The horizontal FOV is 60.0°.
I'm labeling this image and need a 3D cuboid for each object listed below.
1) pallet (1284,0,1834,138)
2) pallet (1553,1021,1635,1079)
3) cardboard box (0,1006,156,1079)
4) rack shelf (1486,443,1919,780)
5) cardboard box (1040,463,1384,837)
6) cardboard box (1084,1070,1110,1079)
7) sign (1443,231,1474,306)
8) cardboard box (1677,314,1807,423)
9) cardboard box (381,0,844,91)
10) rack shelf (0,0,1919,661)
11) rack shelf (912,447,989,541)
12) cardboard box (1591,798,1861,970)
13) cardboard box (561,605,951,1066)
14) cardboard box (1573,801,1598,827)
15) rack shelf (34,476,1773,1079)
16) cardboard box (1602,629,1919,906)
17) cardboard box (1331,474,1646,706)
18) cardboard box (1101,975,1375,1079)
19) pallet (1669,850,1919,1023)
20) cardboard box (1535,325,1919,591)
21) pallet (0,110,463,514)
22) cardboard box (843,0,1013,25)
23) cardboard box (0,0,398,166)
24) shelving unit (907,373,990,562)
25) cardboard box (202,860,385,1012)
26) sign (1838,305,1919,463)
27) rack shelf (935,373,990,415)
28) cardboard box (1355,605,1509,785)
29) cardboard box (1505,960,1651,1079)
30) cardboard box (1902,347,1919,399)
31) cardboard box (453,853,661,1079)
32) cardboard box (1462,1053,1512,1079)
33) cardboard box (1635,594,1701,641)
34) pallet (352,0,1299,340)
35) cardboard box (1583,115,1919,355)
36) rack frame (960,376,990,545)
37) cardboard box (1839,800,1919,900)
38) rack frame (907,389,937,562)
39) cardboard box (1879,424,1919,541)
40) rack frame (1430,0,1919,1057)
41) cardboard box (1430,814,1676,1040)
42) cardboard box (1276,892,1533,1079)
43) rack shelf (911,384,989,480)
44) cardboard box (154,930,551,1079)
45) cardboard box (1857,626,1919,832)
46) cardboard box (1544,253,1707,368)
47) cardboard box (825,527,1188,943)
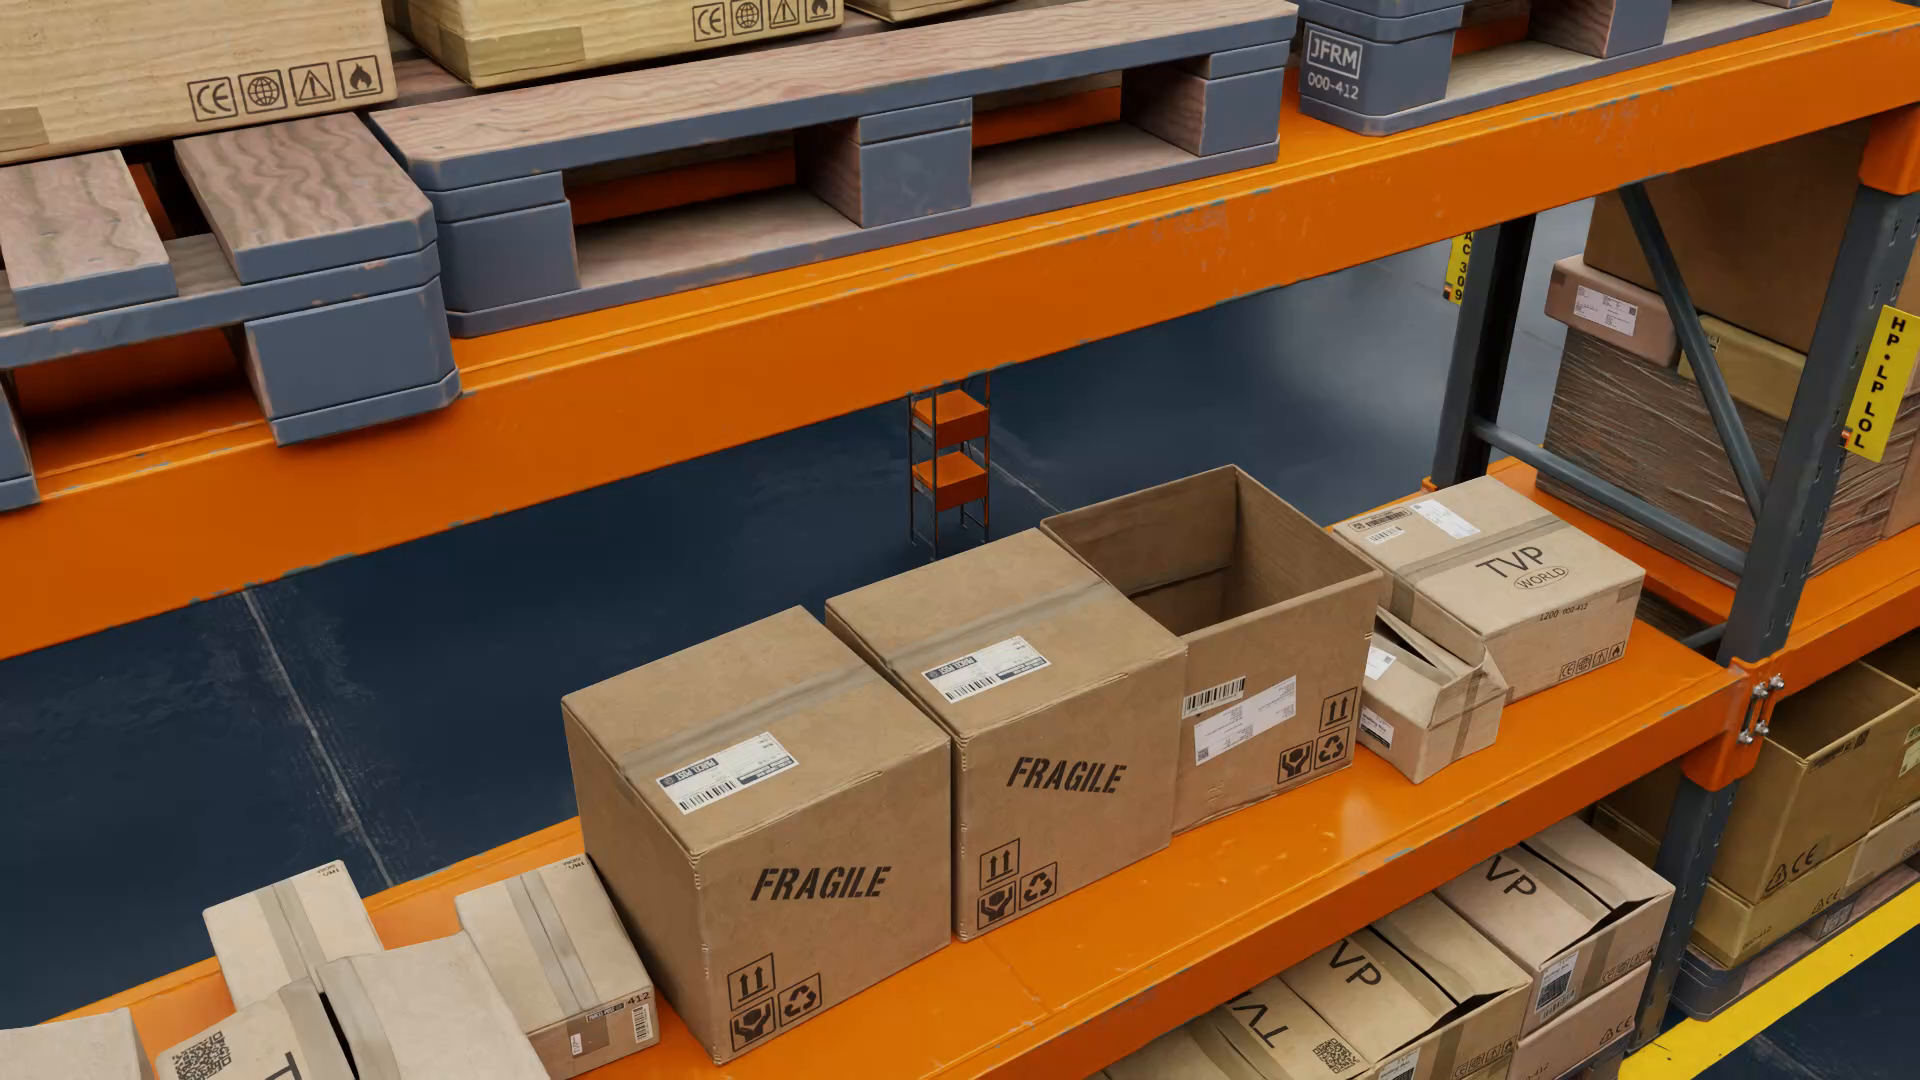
[{"bbox_3d":[0.865,-1.032,2.943,1.217,0.209,0.805,-21,38,-29],"label":"pallet"},{"bbox_3d":[1.001,1.304,4.484,1.213,0.211,1.003,-19,37,-27],"label":"pallet"},{"bbox_3d":[-1.433,1.003,2.432,0.500,0.311,0.500,-17,36,-24],"label":"cardboard box"},{"bbox_3d":[3.280,-0.379,5.214,4.000,0.370,1.077,-19,37,-27],"label":"rack shelf"},{"bbox_3d":[0.502,0.219,3.497,0.500,0.500,0.500,-16,36,-24],"label":"cardboard box"},{"bbox_3d":[0.135,1.328,3.491,0.500,0.311,0.500,-19,37,-28],"label":"cardboard box"},{"bbox_3d":[1.297,-0.753,4.247,0.005,0.325,0.100,-19,37,-27],"label":"sign"},{"bbox_3d":[1.930,-0.413,3.891,0.250,0.149,0.380,-19,37,-27],"label":"cardboard box"},{"bbox_3d":[-0.494,-0.808,2.155,0.500,0.250,0.500,-20,37,-28],"label":"cardboard box"},{"bbox_3d":[-0.082,-0.492,2.581,4.000,0.370,1.077,-19,37,-27],"label":"rack shelf"},{"bbox_3d":[-0.045,-0.185,6.599,0.240,0.259,0.215,-19,37,-27],"label":"rack shelf"},{"bbox_3d":[2.153,0.882,4.724,0.500,0.250,0.500,-19,37,-27],"label":"cardboard box"},{"bbox_3d":[-0.361,0.516,3.026,0.500,0.500,0.500,-21,38,-30],"label":"cardboard box"},{"bbox_3d":[1.871,0.648,5.095,0.500,0.250,0.500,-19,37,-27],"label":"cardboard box"},{"bbox_3d":[-0.082,0.777,3.381,4.000,0.370,1.077,-19,37,-27],"label":"rack shelf"},{"bbox_3d":[2.159,0.569,4.517,0.500,0.500,0.500,-19,37,-27],"label":"cardboard box"},{"bbox_3d":[1.209,0.120,3.889,0.500,0.250,0.500,-17,36,-24],"label":"cardboard box"},{"bbox_3d":[0.560,1.185,3.718,0.500,0.311,0.500,-19,37,-27],"label":"cardboard box"},{"bbox_3d":[2.290,0.863,5.184,1.213,0.211,1.003,-19,37,-27],"label":"pallet"},{"bbox_3d":[1.969,-0.279,4.287,0.500,0.500,0.700,-20,37,-28],"label":"cardboard box"},{"bbox_3d":[-1.241,-0.374,1.897,1.003,0.211,1.213,-17,36,-25],"label":"pallet"},{"bbox_3d":[-0.041,-0.963,2.401,0.500,0.250,0.500,-22,39,-31],"label":"cardboard box"},{"bbox_3d":[-0.981,-0.648,1.901,0.500,0.250,0.500,-18,36,-26],"label":"cardboard box"},{"bbox_3d":[-0.045,-0.429,6.445,0.252,1.050,0.215,-19,37,-27],"label":"shelving unit"},{"bbox_3d":[-1.156,0.773,2.948,0.250,0.149,0.380,-19,37,-27],"label":"cardboard box"},{"bbox_3d":[1.902,-0.321,3.436,0.005,0.325,0.100,-19,37,-27],"label":"sign"},{"bbox_3d":[-0.045,-0.660,6.300,0.240,0.259,0.215,-19,37,-27],"label":"rack shelf"},{"bbox_3d":[0.960,0.288,3.608,0.258,0.266,0.396,-20,37,-28],"label":"cardboard box"},{"bbox_3d":[1.408,1.130,4.331,0.500,0.250,0.500,-19,37,-28],"label":"cardboard box"},{"bbox_3d":[2.141,-0.485,4.006,0.250,0.149,0.380,-18,37,-27],"label":"cardboard box"},{"bbox_3d":[-0.721,0.763,2.964,0.250,0.149,0.380,-16,36,-24],"label":"cardboard box"},{"bbox_3d":[0.982,1.275,4.100,0.500,0.250,0.500,-20,37,-28],"label":"cardboard box"},{"bbox_3d":[2.297,0.191,5.116,0.500,0.500,0.500,-19,37,-27],"label":"cardboard box"},{"bbox_3d":[-0.302,-0.699,2.412,1.213,0.211,1.003,-17,36,-25],"label":"pallet"},{"bbox_3d":[1.969,-0.827,3.941,0.500,0.500,0.700,-19,37,-27],"label":"cardboard box"},{"bbox_3d":[0.058,-0.464,6.501,0.008,1.050,0.200,-19,37,-27],"label":"rack frame"},{"bbox_3d":[2.576,0.740,4.950,0.500,0.250,0.500,-19,37,-27],"label":"cardboard box"},{"bbox_3d":[-0.148,-0.393,6.390,0.008,1.050,0.200,-19,37,-27],"label":"rack frame"},{"bbox_3d":[2.409,-0.434,4.533,0.500,0.500,0.700,-19,37,-28],"label":"cardboard box"},{"bbox_3d":[1.599,-0.105,4.106,0.127,3.000,1.000,-19,37,-27],"label":"rack frame"},{"bbox_3d":[1.414,0.888,4.188,0.500,0.311,0.500,-19,37,-27],"label":"cardboard box"},{"bbox_3d":[0.980,1.042,3.945,0.500,0.311,0.500,-18,36,-26],"label":"cardboard box"},{"bbox_3d":[-0.045,-0.420,6.451,0.240,0.259,0.215,-19,37,-27],"label":"rack shelf"},{"bbox_3d":[-0.906,0.917,2.568,0.500,0.311,0.500,-19,37,-28],"label":"cardboard box"},{"bbox_3d":[2.575,0.421,4.752,0.500,0.500,0.500,-19,37,-27],"label":"cardboard box"},{"bbox_3d":[1.712,-0.597,4.183,0.250,0.149,0.380,-19,37,-27],"label":"cardboard box"},{"bbox_3d":[0.081,0.364,3.268,0.500,0.500,0.500,-19,37,-27],"label":"cardboard box"}]
